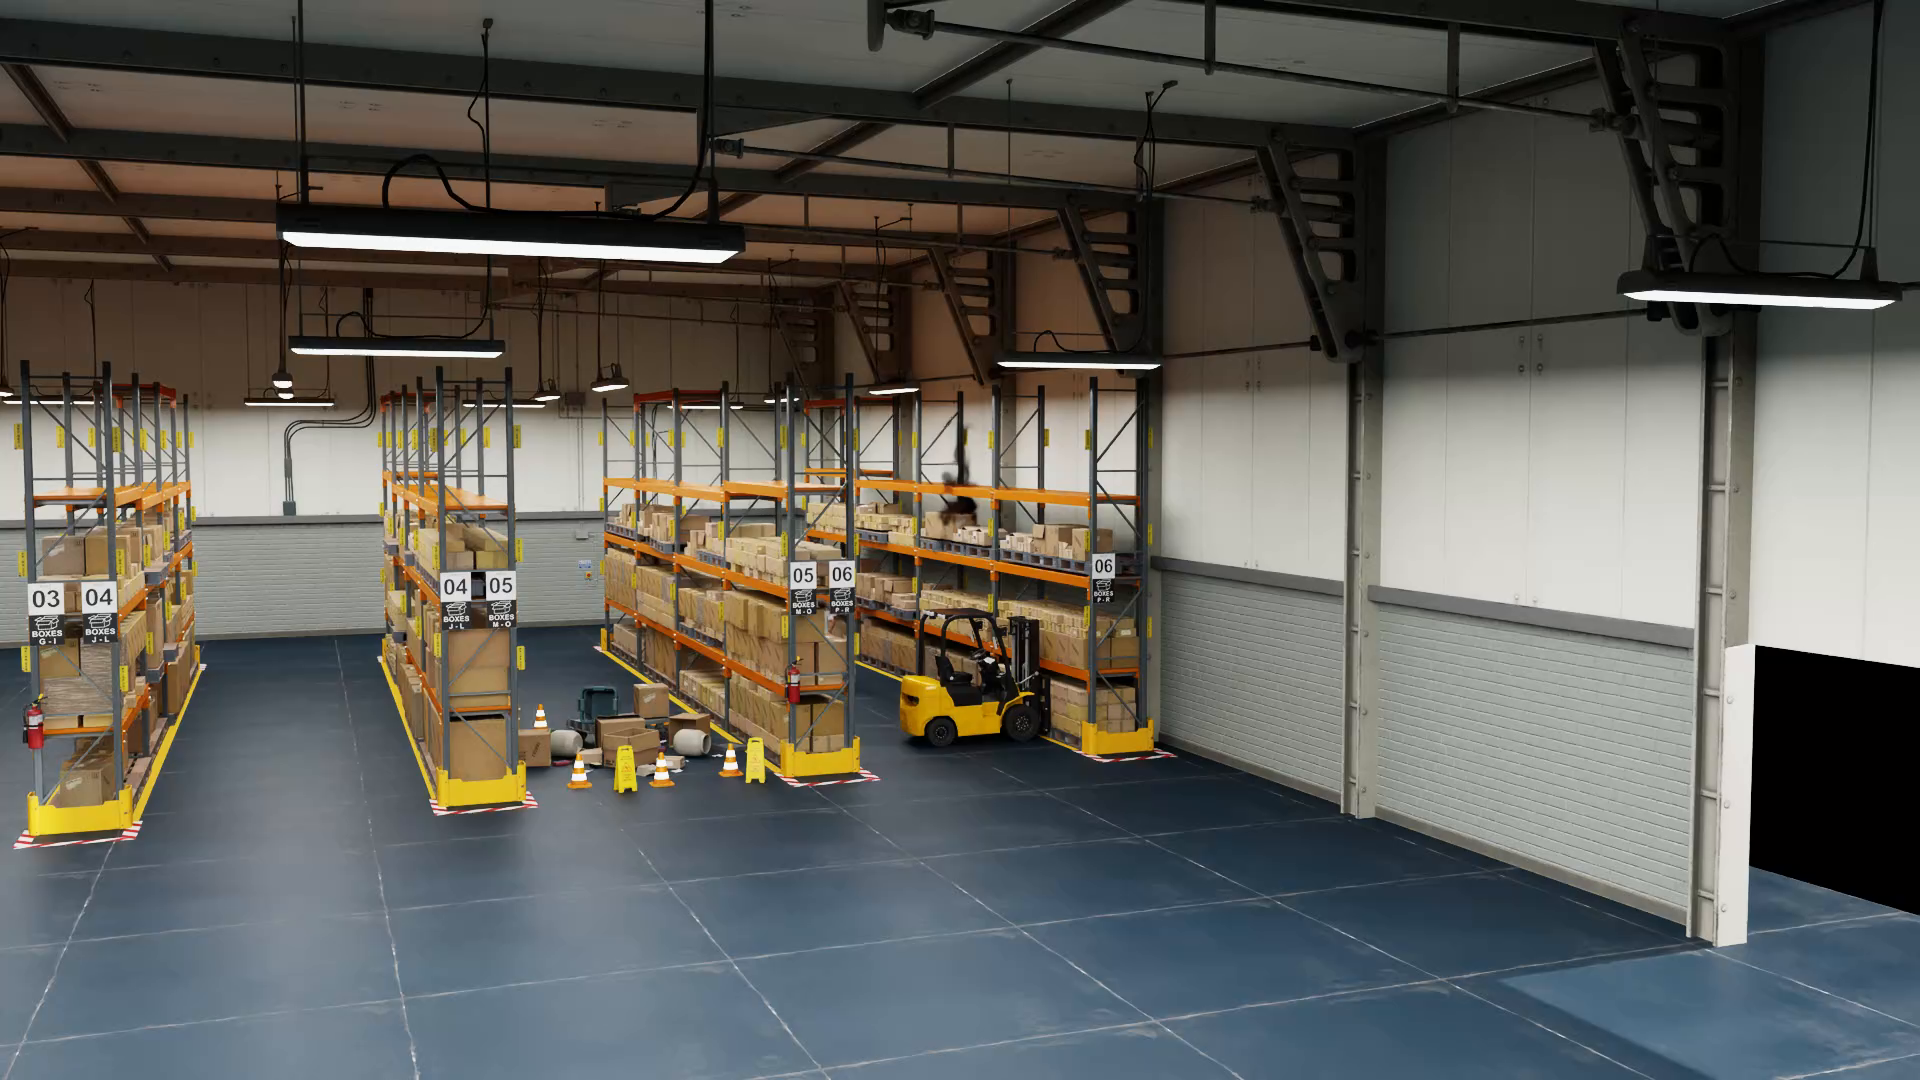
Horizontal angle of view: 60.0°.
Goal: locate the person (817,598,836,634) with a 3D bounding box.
[{"bbox_3d":[-2.916,2.078,34.804,0.552,1.679,0.895,-1,4,-23],"label":"person"}]
